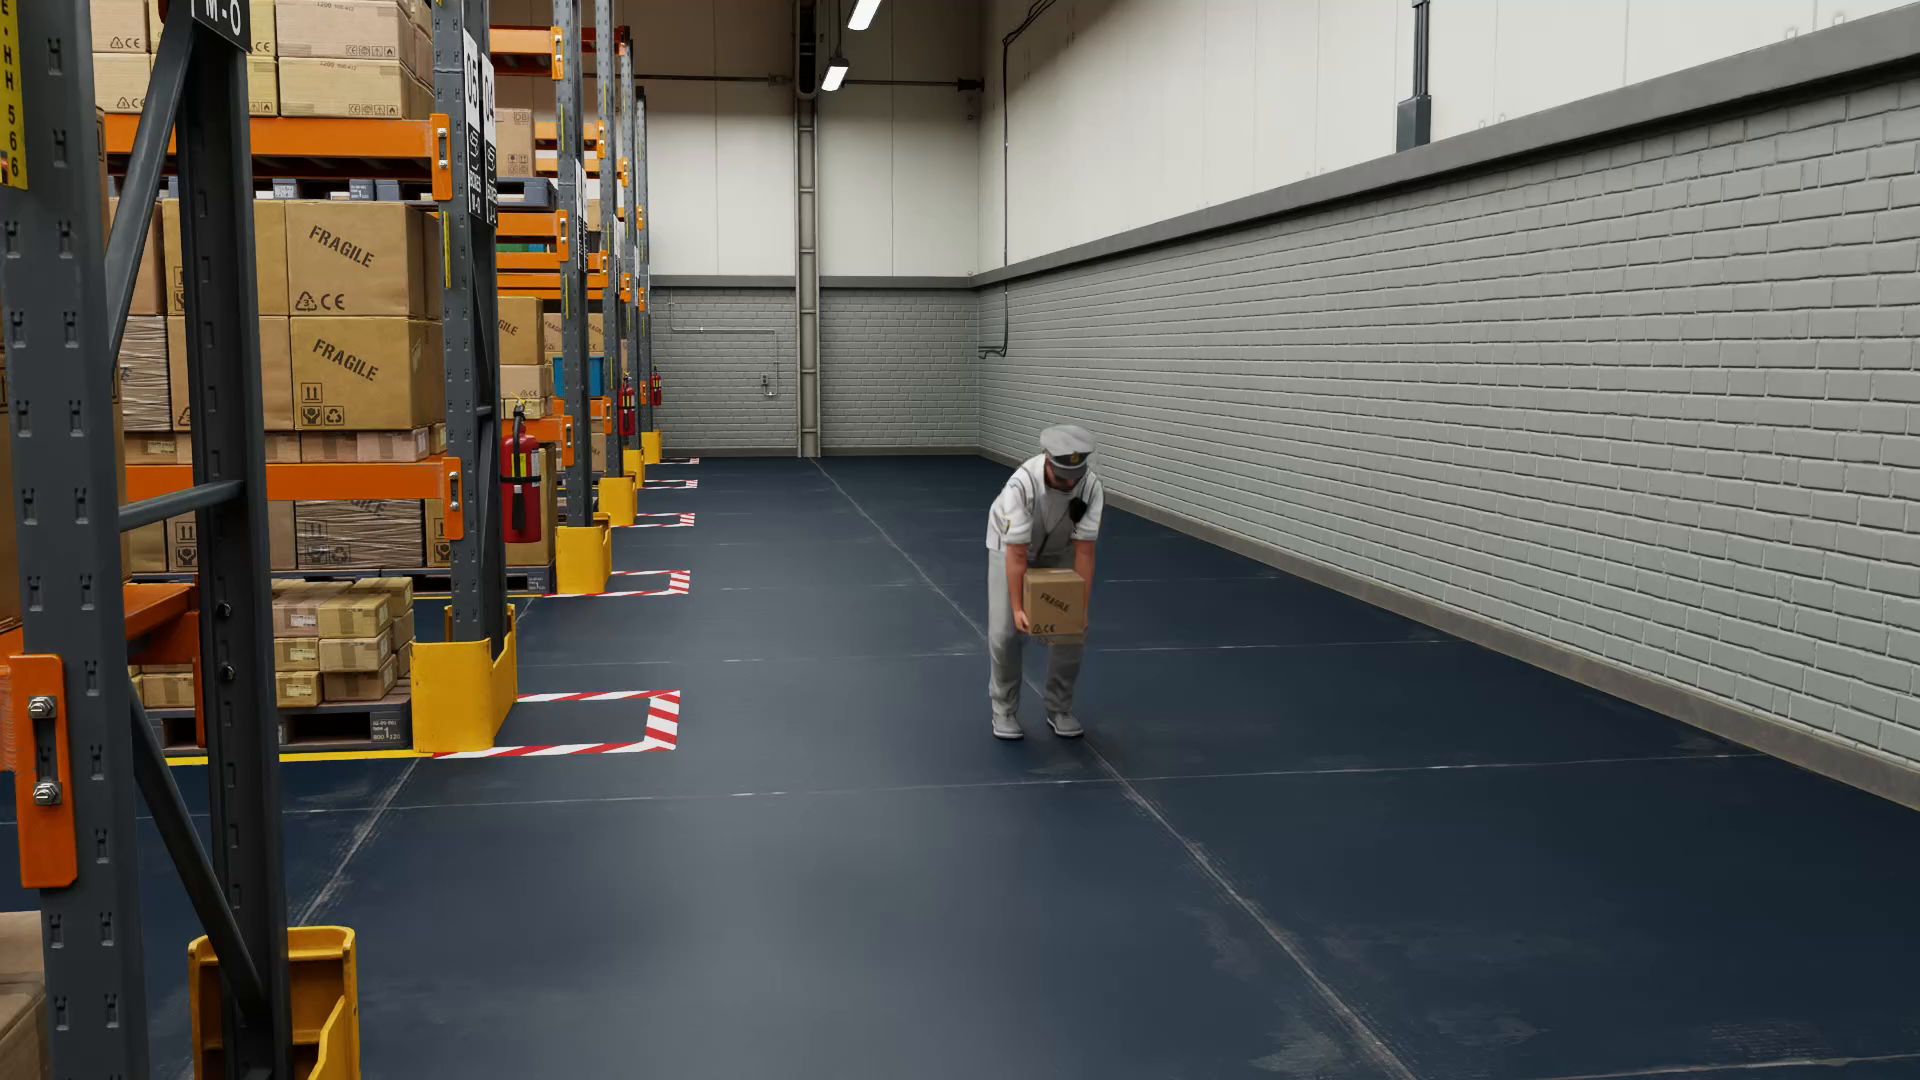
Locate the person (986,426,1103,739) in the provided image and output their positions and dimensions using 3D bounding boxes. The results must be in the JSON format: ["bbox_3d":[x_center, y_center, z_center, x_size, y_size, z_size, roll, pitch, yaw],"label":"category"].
[{"bbox_3d":[0.396,0.205,7.630,0.479,1.477,0.919,-1,7,-10],"label":"person"}]
